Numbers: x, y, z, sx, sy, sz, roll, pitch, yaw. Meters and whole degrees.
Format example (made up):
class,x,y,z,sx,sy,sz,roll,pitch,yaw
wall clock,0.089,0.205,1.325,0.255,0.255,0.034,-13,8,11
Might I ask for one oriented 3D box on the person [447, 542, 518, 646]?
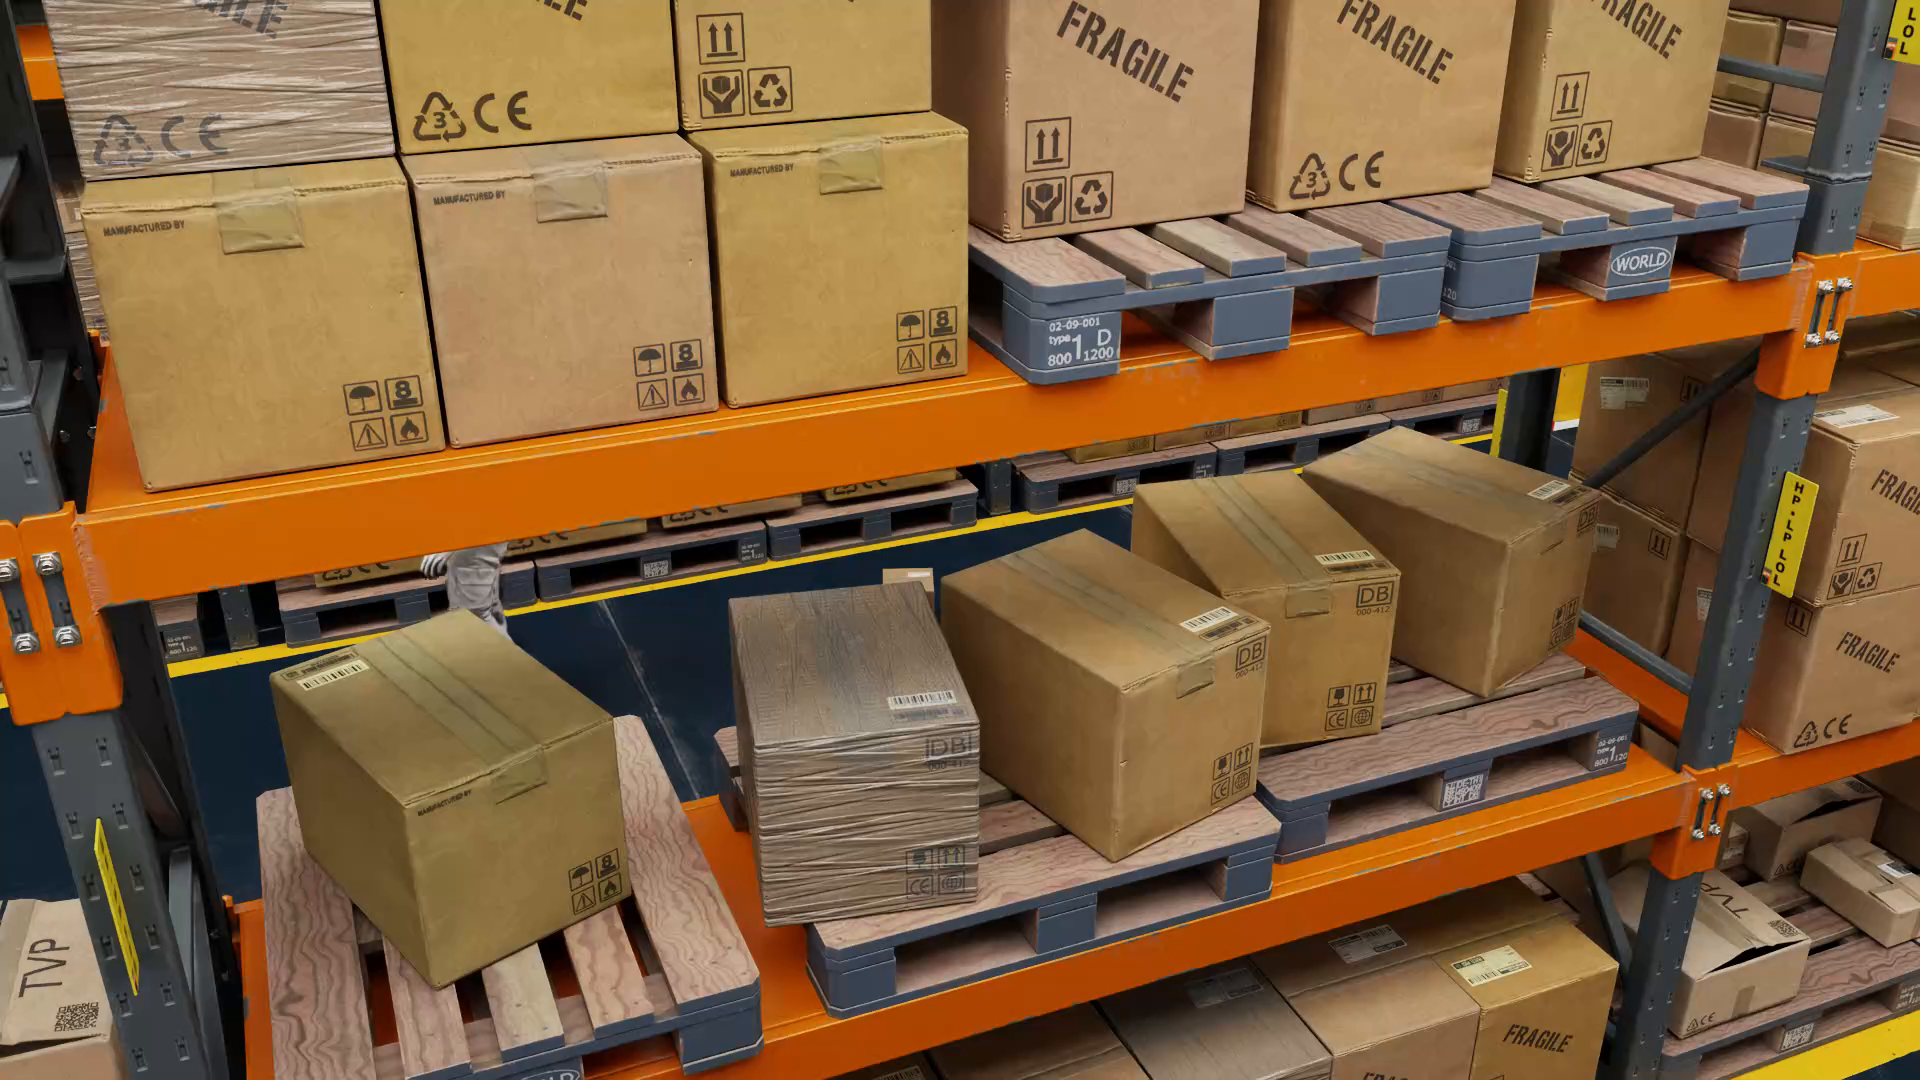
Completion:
class,x,y,z,sx,sy,sz,roll,pitch,yaw
person,-2.117,-0.069,7.188,0.407,1.794,0.584,-5,26,-11
